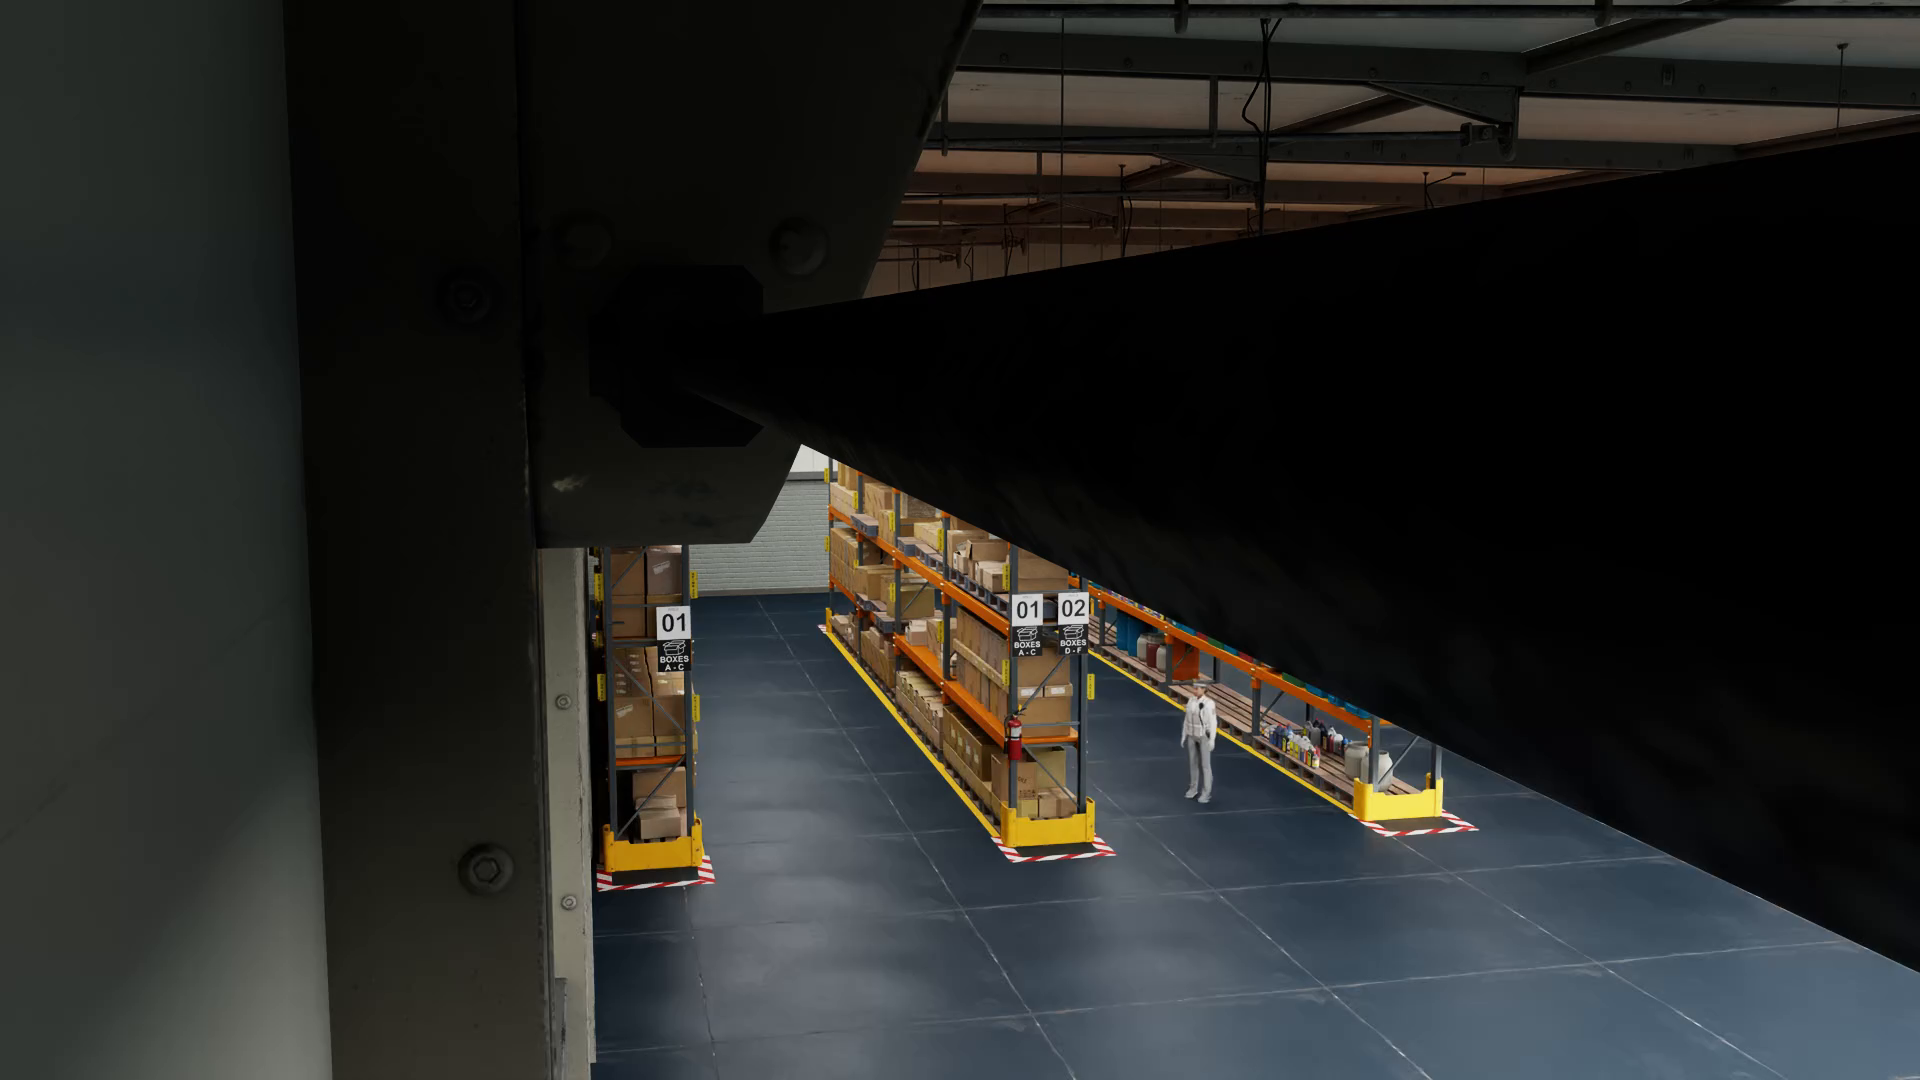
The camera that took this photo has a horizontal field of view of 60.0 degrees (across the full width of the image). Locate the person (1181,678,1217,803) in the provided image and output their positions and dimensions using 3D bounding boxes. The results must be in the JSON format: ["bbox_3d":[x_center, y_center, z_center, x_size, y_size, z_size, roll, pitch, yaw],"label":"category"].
[{"bbox_3d":[3.310,2.758,23.119,0.375,1.703,0.510,-6,9,-41],"label":"person"}]
